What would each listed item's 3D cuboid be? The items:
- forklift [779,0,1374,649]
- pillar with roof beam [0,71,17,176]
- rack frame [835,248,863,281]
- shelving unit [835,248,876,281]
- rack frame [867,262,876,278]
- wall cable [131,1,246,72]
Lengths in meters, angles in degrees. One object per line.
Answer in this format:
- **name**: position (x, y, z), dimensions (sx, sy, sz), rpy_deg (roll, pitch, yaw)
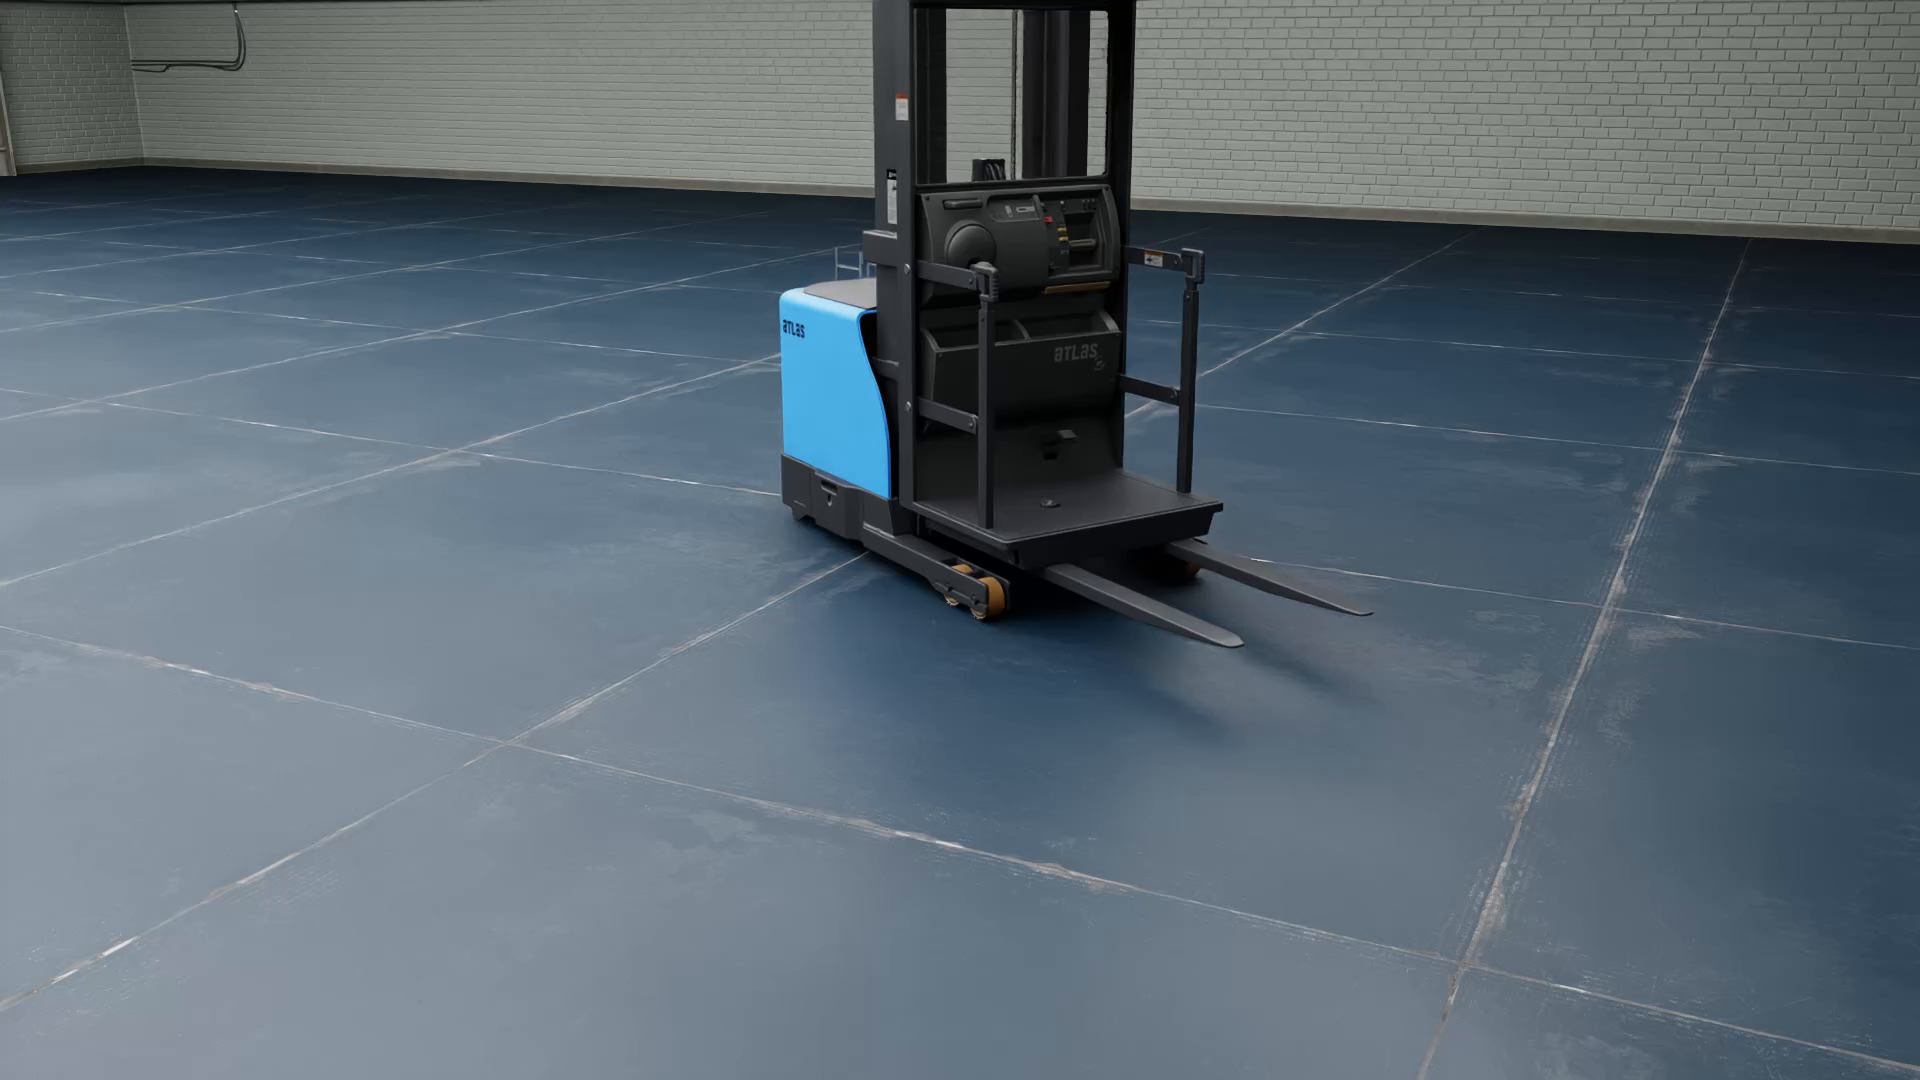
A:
- **forklift**: position (0.372, -1.248, 6.579), dimensions (1.130, 2.935, 3.031), rpy_deg (-10, 19, -31)
- **pillar with roof beam**: position (-12.655, -10.029, 25.487), dimensions (9.100, 9.000, 0.400), rpy_deg (8, 18, 25)
- **rack frame**: position (-0.536, -0.820, 8.167), dimensions (0.006, 1.200, 0.240), rpy_deg (-11, 19, -34)
- **shelving unit**: position (-0.461, -0.835, 8.218), dimensions (0.189, 1.200, 0.258), rpy_deg (-11, 19, -34)
- **rack frame**: position (-0.387, -0.849, 8.270), dimensions (0.006, 1.200, 0.240), rpy_deg (-11, 19, -34)
- **wall cable**: position (-14.007, -9.671, 29.733), dimensions (3.097, 2.526, 0.112), rpy_deg (8, 18, 25)
